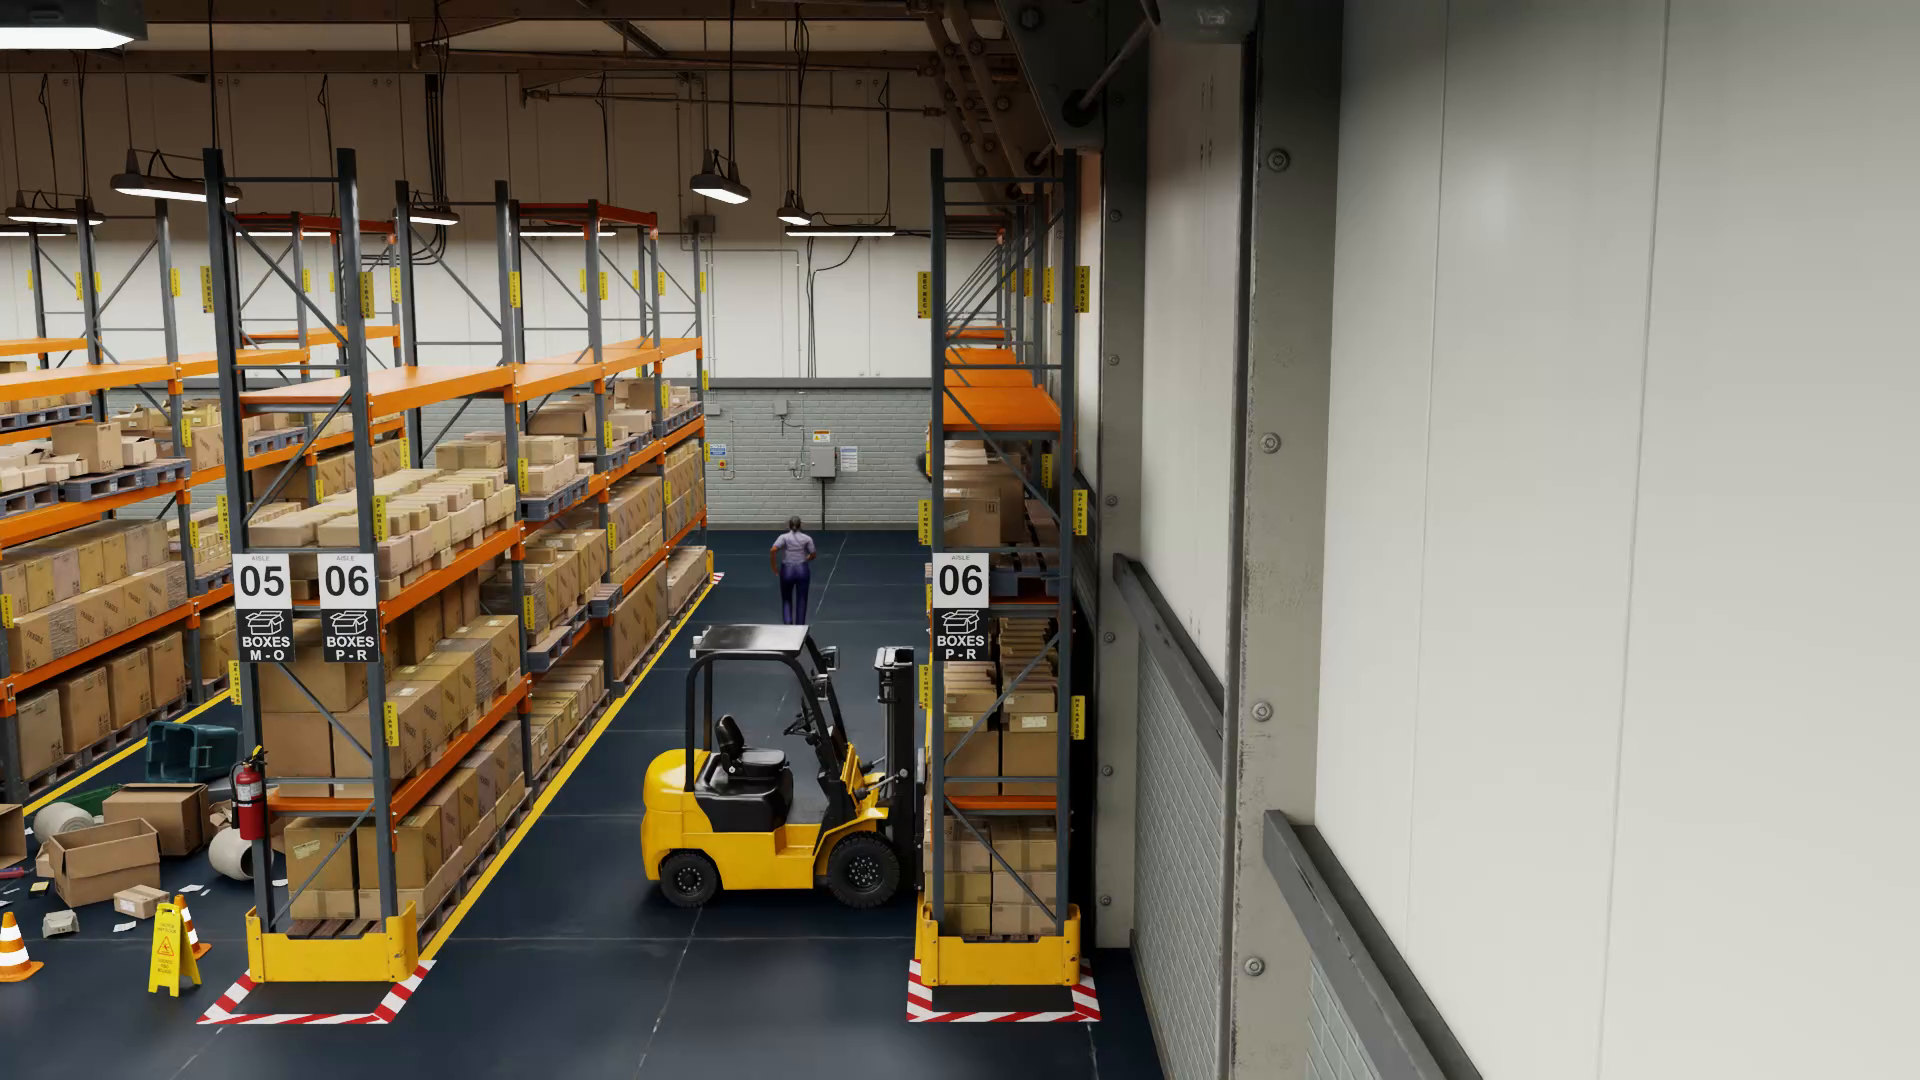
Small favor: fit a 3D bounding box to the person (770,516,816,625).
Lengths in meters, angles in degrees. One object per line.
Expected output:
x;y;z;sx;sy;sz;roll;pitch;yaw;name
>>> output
-2.255;0.523;22.496;0.626;1.699;0.632;-1;9;-7;person
